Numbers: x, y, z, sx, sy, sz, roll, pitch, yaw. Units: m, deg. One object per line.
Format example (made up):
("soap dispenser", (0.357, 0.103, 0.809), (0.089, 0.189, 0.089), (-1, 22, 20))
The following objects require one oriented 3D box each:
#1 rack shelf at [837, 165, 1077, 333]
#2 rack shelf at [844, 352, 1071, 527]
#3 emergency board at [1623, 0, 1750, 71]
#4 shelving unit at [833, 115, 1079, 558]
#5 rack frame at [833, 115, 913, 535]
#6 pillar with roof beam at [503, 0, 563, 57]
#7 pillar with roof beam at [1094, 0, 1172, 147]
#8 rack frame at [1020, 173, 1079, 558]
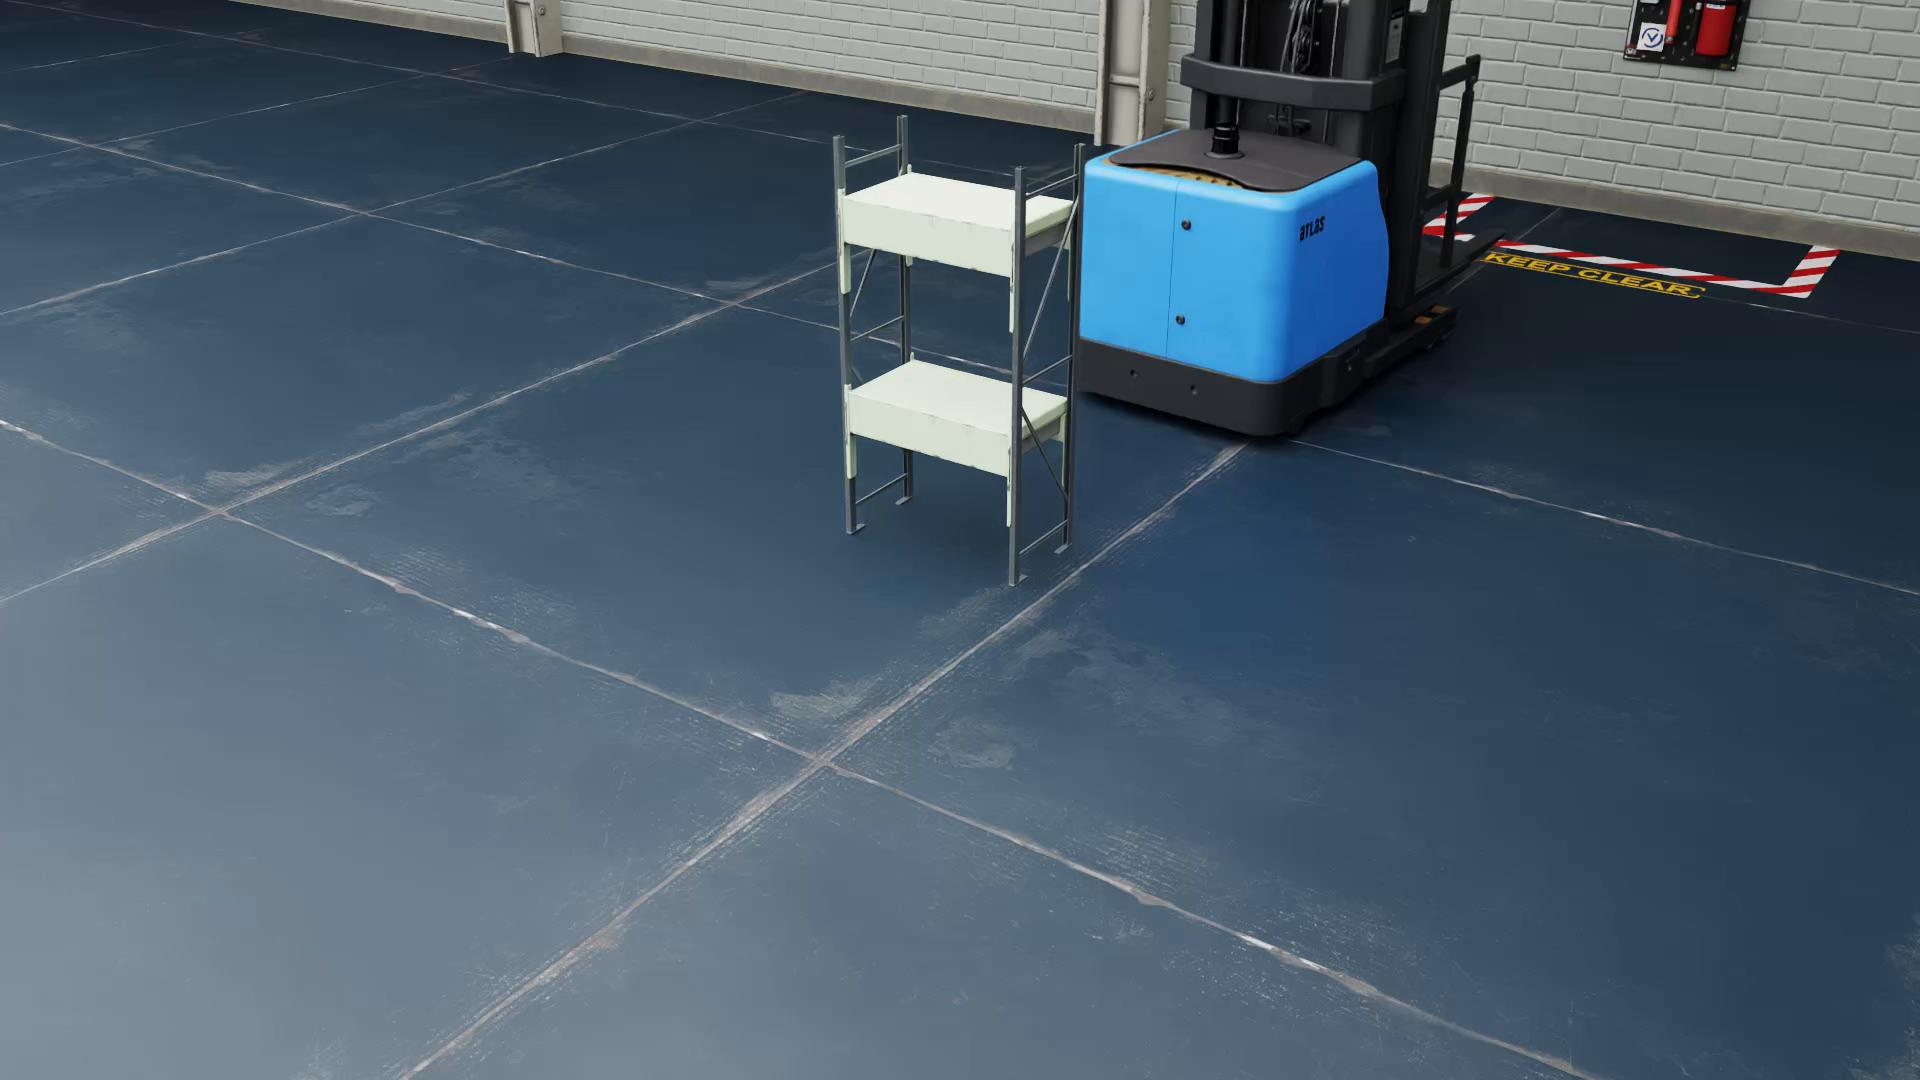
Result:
("rack shelf", (-0.006, -1.018, 5.736), (0.720, 0.370, 0.431), (17, 32, 30))
("rack shelf", (-0.006, -0.380, 6.061), (0.720, 0.370, 0.431), (17, 32, 30))
("emergency board", (4.122, -3.239, 9.308), (0.643, 1.169, 0.194), (17, 32, 30))
("shelving unit", (-0.008, -0.671, 5.915), (0.748, 1.500, 0.431), (17, 32, 30))
("rack frame", (-0.307, -0.764, 6.098), (0.023, 1.500, 0.400), (17, 32, 30))
("pillar with roof beam", (-6.192, -6.736, 9.565), (0.400, 9.000, 9.100), (17, 32, 30))
("pillar with roof beam", (-1.246, -5.196, 6.538), (0.400, 9.000, 9.100), (17, 32, 30))
("rack frame", (0.295, -0.576, 5.728), (0.010, 1.308, 0.380), (17, 32, 30))
